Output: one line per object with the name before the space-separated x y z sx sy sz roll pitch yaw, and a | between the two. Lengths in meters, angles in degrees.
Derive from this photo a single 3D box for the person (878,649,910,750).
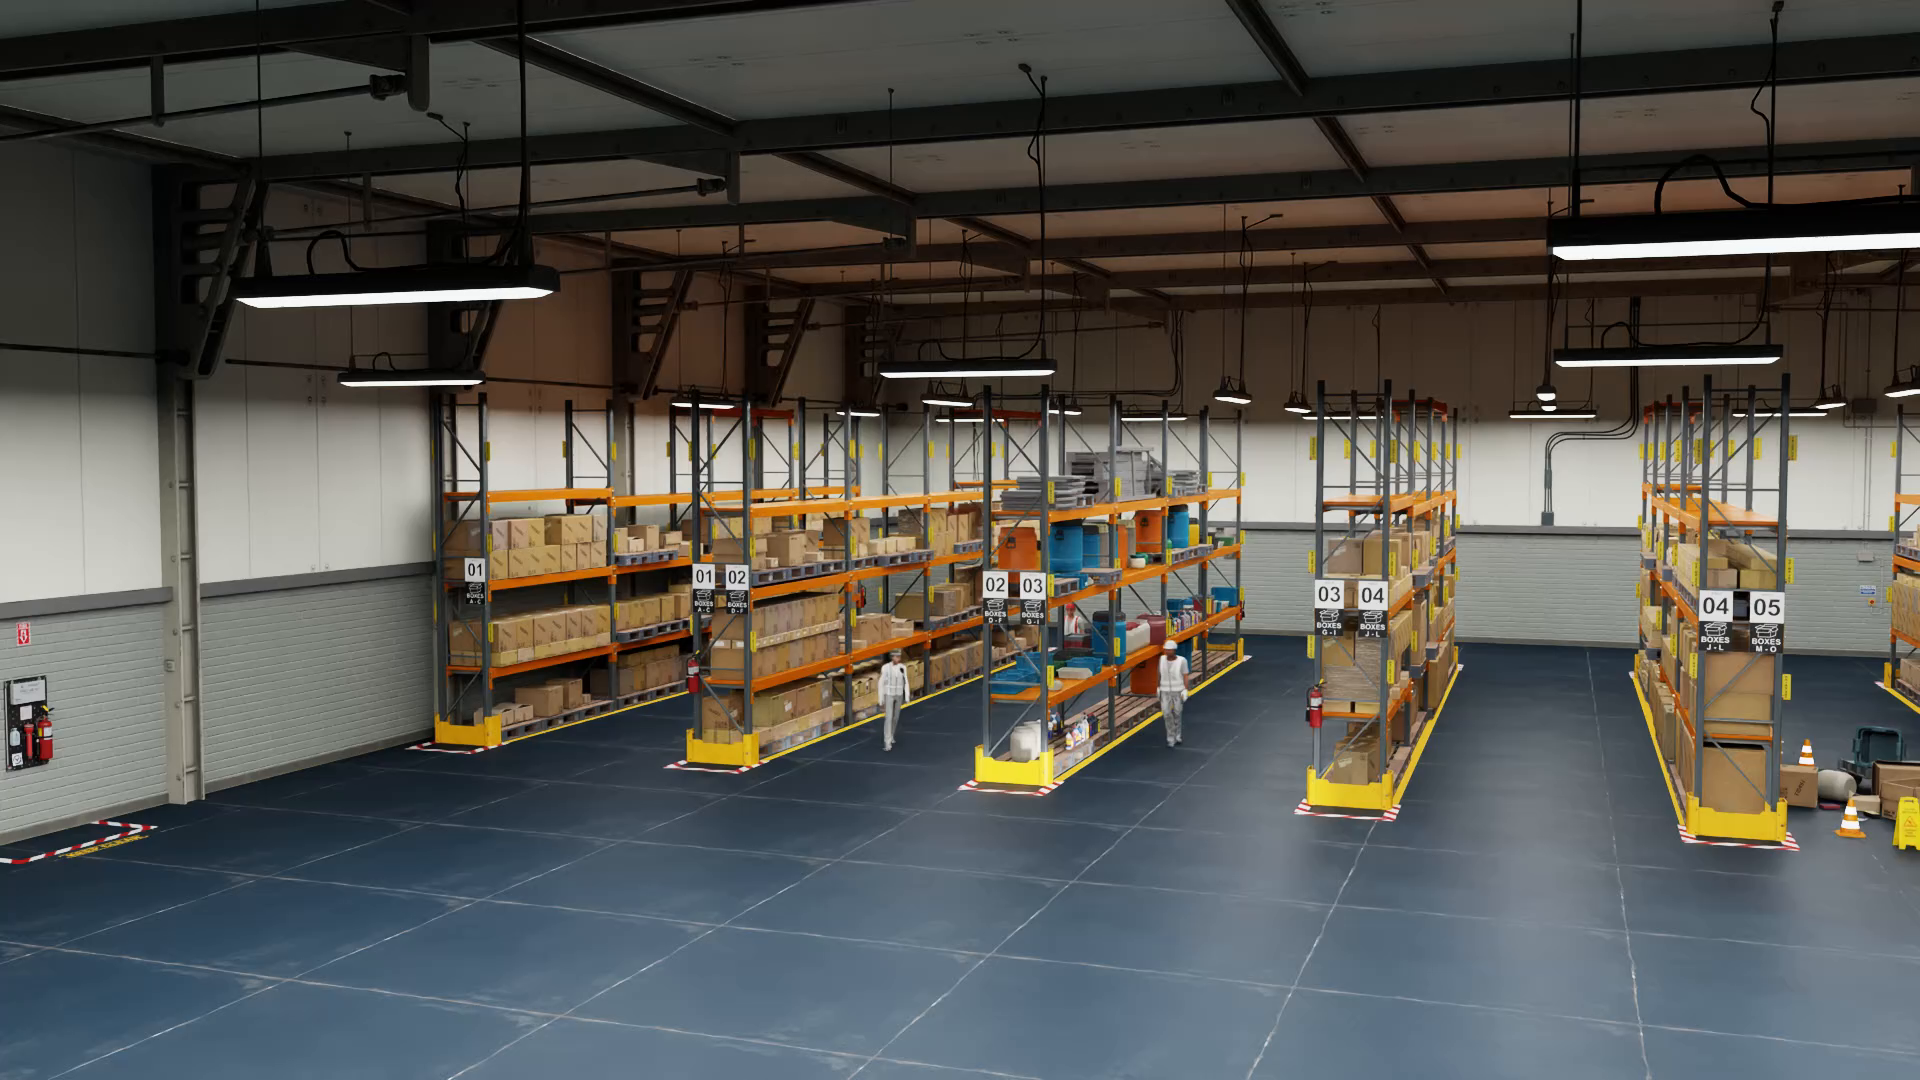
person | -1.123 2.671 28.206 0.570 1.655 0.770 -1 3 -24

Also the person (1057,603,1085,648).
person | 2.327 2.263 35.116 0.531 1.865 0.528 2 4 30

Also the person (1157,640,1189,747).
person | 3.627 2.643 28.388 0.583 1.874 0.590 1 3 14
